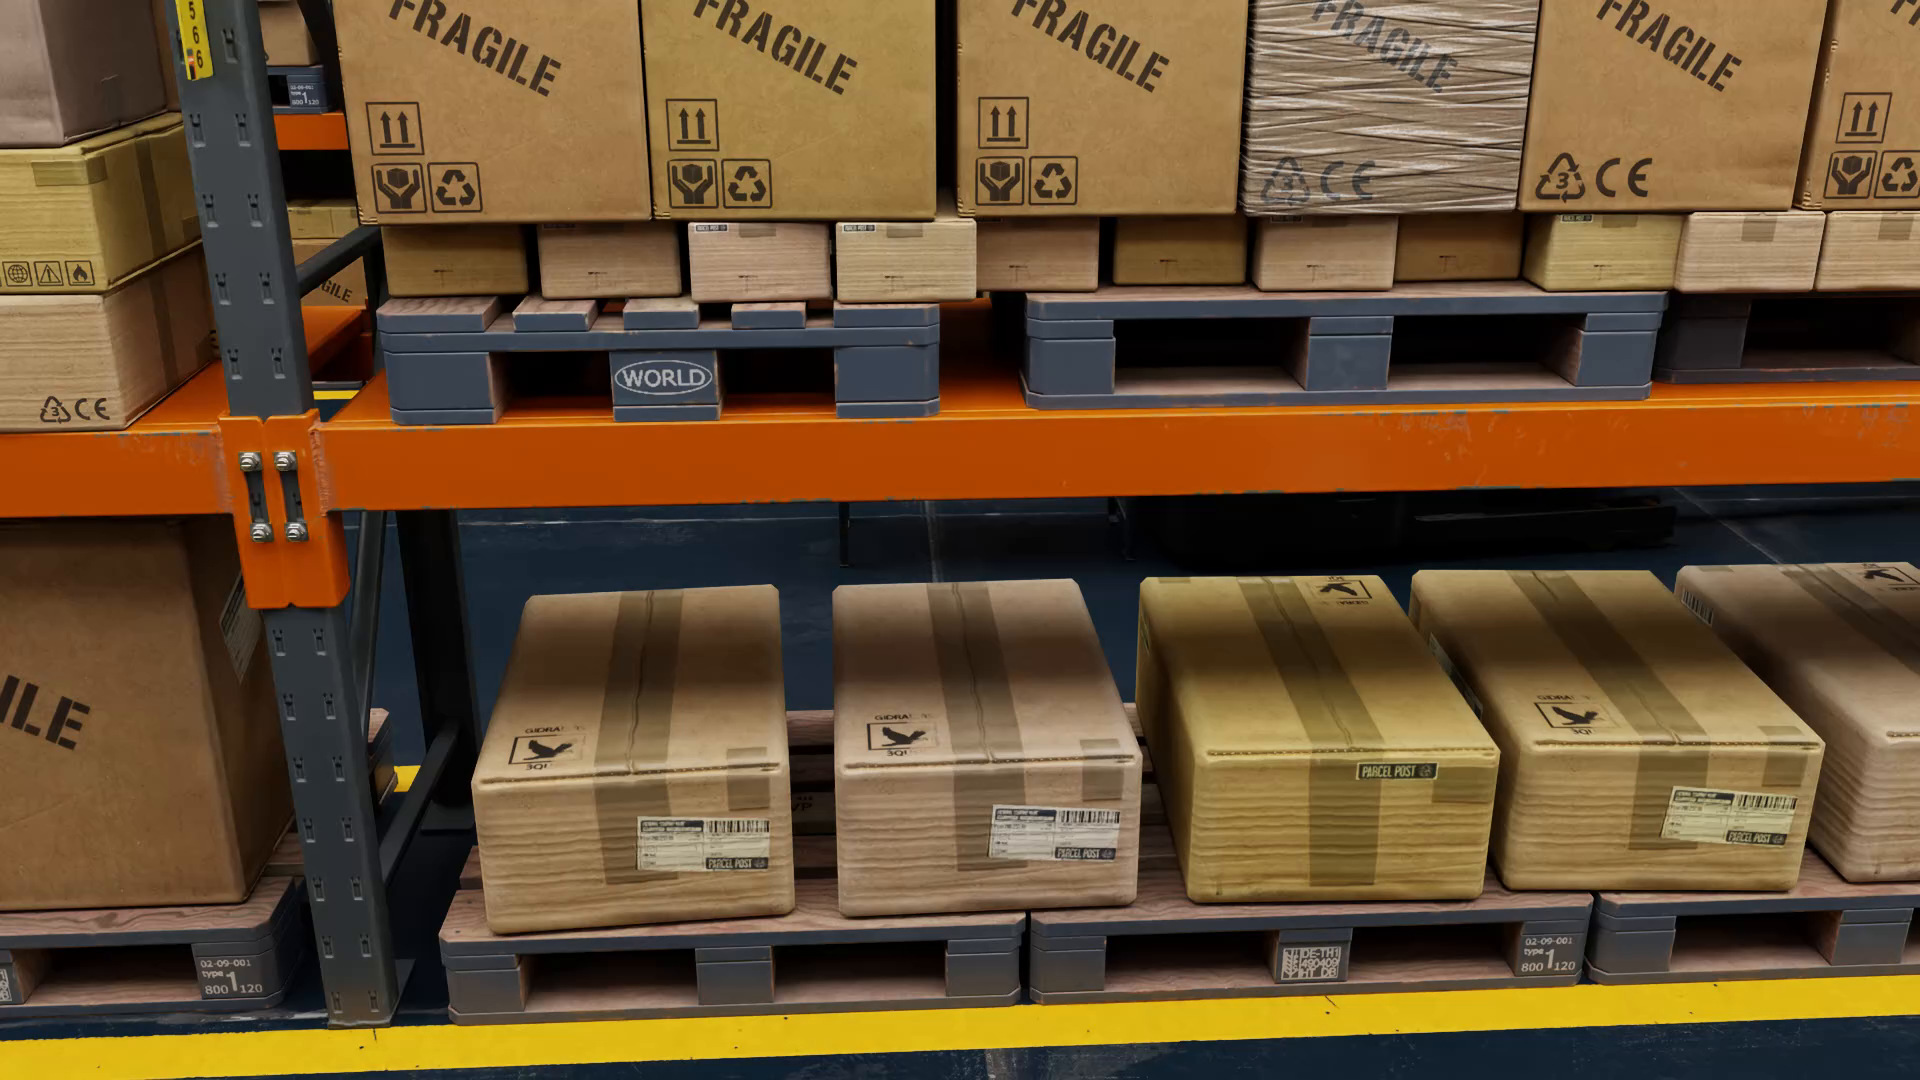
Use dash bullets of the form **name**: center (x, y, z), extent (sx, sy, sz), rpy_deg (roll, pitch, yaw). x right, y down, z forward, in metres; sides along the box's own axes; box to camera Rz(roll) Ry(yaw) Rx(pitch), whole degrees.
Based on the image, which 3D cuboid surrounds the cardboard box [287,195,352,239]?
- **cardboard box**: center (-3.093, -1.557, 8.007), extent (0.250, 0.149, 0.380), rpy_deg (-1, 21, -4)

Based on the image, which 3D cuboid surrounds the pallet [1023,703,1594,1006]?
- **pallet**: center (0.719, 0.701, 3.984), extent (1.213, 0.211, 1.003), rpy_deg (-1, 21, -3)

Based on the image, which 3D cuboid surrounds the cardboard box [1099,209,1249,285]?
- **cardboard box**: center (0.411, -0.616, 3.287), extent (0.250, 0.149, 0.380), rpy_deg (0, 21, -1)

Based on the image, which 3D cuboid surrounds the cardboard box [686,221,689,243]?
- **cardboard box**: center (-0.699, -0.764, 3.674), extent (0.250, 0.149, 0.380), rpy_deg (-1, 21, -2)

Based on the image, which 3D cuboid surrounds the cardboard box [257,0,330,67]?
- **cardboard box**: center (-3.182, -2.472, 7.664), extent (0.637, 0.503, 0.797), rpy_deg (-2, 21, -4)

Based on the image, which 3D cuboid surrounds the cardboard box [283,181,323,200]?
- **cardboard box**: center (-3.389, -1.713, 8.415), extent (0.250, 0.149, 0.380), rpy_deg (-1, 21, -3)

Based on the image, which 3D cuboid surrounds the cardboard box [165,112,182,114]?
- **cardboard box**: center (-1.796, -0.805, 3.527), extent (0.500, 0.250, 0.500), rpy_deg (-1, 21, -3)

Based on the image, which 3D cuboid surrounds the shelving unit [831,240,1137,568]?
- **shelving unit**: center (0.085, -0.703, 5.859), extent (1.048, 1.500, 0.538), rpy_deg (-1, 21, -3)

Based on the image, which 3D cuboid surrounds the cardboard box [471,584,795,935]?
- **cardboard box**: center (-0.711, 0.460, 3.799), extent (0.625, 0.372, 0.950), rpy_deg (-3, 21, -7)

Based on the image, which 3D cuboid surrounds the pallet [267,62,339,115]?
- **pallet**: center (-3.504, -2.196, 7.943), extent (1.213, 0.211, 1.003), rpy_deg (-1, 21, -3)

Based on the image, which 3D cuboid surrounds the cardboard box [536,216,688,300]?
- **cardboard box**: center (-0.657, -0.577, 3.183), extent (0.250, 0.149, 0.380), rpy_deg (-2, 21, -6)

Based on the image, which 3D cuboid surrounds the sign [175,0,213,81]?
- **sign**: center (-1.241, -0.908, 2.662), extent (0.005, 0.325, 0.100), rpy_deg (-1, 21, -3)

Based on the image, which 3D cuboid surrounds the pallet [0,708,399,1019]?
- **pallet**: center (-2.067, 0.729, 3.910), extent (1.213, 0.211, 1.003), rpy_deg (-1, 21, -3)

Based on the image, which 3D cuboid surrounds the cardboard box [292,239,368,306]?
- **cardboard box**: center (-2.996, -1.252, 8.116), extent (0.500, 0.500, 0.500), rpy_deg (0, 21, -1)

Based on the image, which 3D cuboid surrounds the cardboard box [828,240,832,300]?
- **cardboard box**: center (-0.940, -1.421, 8.385), extent (0.625, 0.625, 0.875), rpy_deg (-1, 21, -1)

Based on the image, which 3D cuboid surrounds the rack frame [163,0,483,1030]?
- **rack frame**: center (-1.276, -0.564, 3.385), extent (0.127, 3.000, 1.000), rpy_deg (-1, 21, -3)

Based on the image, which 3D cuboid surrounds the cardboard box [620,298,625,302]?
- **cardboard box**: center (-2.000, -1.446, 8.626), extent (0.500, 0.500, 0.500), rpy_deg (0, 21, -1)

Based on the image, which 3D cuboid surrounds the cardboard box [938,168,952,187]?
- **cardboard box**: center (0.076, -0.798, 3.763), extent (0.250, 0.149, 0.380), rpy_deg (-1, 21, -2)

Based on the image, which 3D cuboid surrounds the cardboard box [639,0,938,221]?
- **cardboard box**: center (-0.294, -0.886, 3.083), extent (0.500, 0.500, 0.500), rpy_deg (0, 21, 0)

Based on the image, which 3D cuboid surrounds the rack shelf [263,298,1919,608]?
- **rack shelf**: center (0.721, -0.268, 3.620), extent (4.000, 0.370, 1.077), rpy_deg (-1, 21, -3)

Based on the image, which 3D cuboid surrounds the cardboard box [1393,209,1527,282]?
- **cardboard box**: center (0.931, -0.631, 3.325), extent (0.250, 0.149, 0.380), rpy_deg (-2, 21, -5)

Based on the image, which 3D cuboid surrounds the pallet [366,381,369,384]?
- **pallet**: center (-2.311, -1.022, 8.508), extent (1.213, 0.211, 1.003), rpy_deg (-1, 21, -3)

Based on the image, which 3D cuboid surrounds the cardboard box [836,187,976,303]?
- **cardboard box**: center (-0.105, -0.564, 3.150), extent (0.250, 0.149, 0.380), rpy_deg (-1, 21, -3)

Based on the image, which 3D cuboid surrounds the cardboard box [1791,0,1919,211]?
- **cardboard box**: center (1.774, -0.925, 3.187), extent (0.500, 0.500, 0.500), rpy_deg (-1, 21, -3)

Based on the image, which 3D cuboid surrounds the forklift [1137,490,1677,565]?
- **forklift**: center (2.146, -1.518, 5.988), extent (3.031, 2.935, 1.130), rpy_deg (-3, 21, -9)

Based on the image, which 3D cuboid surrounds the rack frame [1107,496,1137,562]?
- **rack frame**: center (0.593, -0.713, 5.886), extent (0.032, 1.500, 0.500), rpy_deg (-1, 21, -3)

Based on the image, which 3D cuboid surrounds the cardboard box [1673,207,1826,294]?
- **cardboard box**: center (1.446, -0.592, 3.222), extent (0.250, 0.149, 0.380), rpy_deg (-1, 21, -3)

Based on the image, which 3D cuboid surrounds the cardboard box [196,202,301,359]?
- **cardboard box**: center (-1.779, -0.573, 3.621), extent (0.500, 0.250, 0.500), rpy_deg (-2, 21, -4)

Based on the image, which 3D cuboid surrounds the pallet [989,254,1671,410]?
- **pallet**: center (0.698, -0.529, 3.563), extent (1.213, 0.211, 1.003), rpy_deg (-1, 21, -3)

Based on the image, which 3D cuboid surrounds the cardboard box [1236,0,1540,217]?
- **cardboard box**: center (0.736, -0.906, 3.136), extent (0.500, 0.500, 0.500), rpy_deg (-2, 21, -5)

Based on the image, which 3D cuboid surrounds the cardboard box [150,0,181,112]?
- **cardboard box**: center (-1.782, -1.154, 3.392), extent (0.500, 0.500, 0.500), rpy_deg (-2, 21, -5)

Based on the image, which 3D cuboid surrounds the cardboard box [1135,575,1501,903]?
- **cardboard box**: center (0.782, 0.429, 3.881), extent (0.625, 0.372, 0.950), rpy_deg (0, 21, -1)

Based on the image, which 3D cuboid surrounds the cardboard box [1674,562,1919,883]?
- **cardboard box**: center (2.194, 0.399, 3.961), extent (0.625, 0.372, 0.950), rpy_deg (-1, 21, -2)
